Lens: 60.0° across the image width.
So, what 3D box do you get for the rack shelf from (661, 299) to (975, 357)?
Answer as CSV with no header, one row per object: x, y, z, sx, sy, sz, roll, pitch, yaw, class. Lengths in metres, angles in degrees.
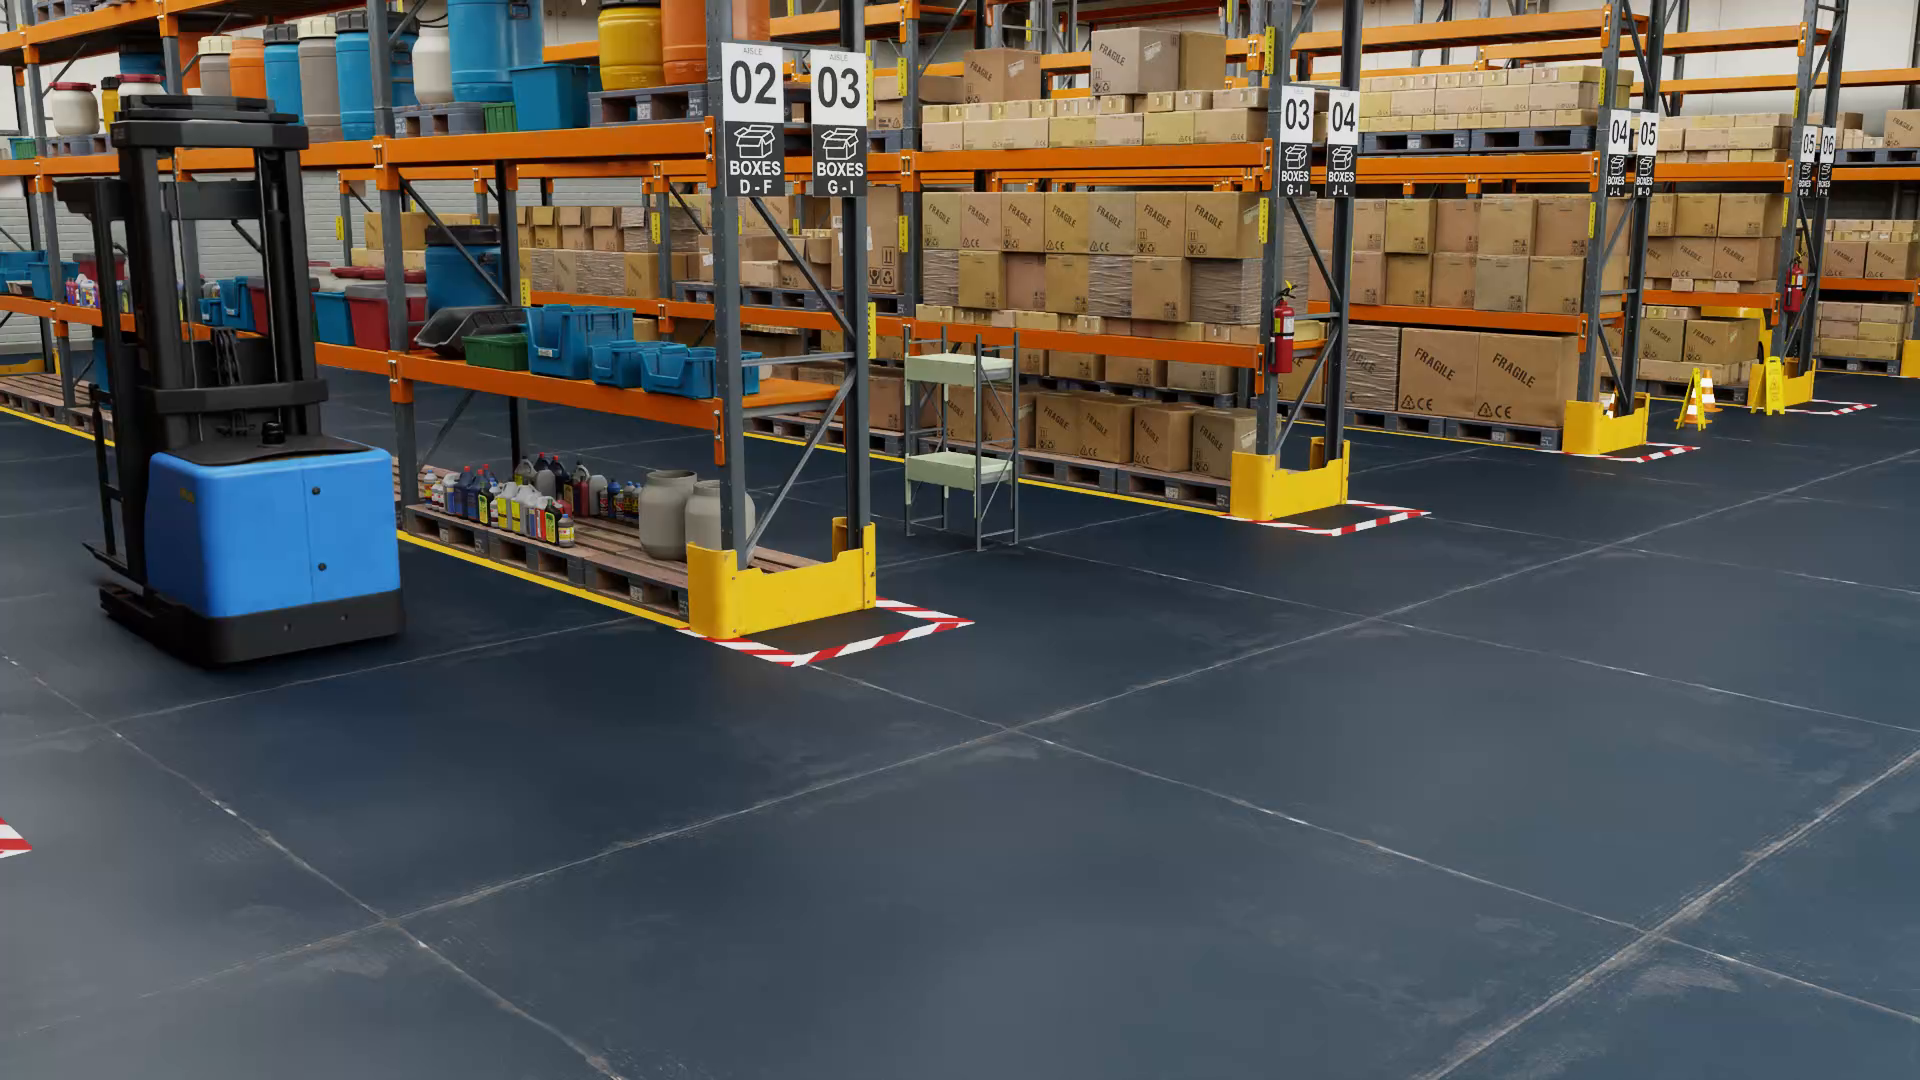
-1.495,-2.226,17.066,1.077,0.370,4.000,-11,16,-43,rack shelf

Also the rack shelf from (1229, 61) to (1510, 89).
5.672,-6.349,23.204,1.077,0.370,4.000,-11,16,-43,rack shelf

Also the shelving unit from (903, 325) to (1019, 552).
0.005,-0.734,11.755,0.431,1.500,0.755,-11,16,-43,shelving unit

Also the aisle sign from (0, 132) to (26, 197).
-11.821,-4.672,20.714,0.394,0.787,0.004,-11,16,-43,aisle sign

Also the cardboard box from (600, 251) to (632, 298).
-3.736,-3.030,18.939,0.500,0.500,0.500,-11,16,-43,cardboard box

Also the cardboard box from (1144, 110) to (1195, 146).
1.785,-3.206,12.977,0.500,0.250,0.500,-11,16,-42,cardboard box

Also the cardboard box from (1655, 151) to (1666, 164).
8.503,-4.634,20.158,0.250,0.149,0.380,11,16,44,cardboard box

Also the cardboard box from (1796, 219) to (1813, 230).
12.050,-4.484,23.648,0.380,0.149,0.250,-10,16,-41,cardboard box

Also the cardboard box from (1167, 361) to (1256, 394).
3.049,-2.145,19.423,1.050,0.750,0.750,-11,16,-43,cardboard box

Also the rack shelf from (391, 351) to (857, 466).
-2.315,-0.952,10.882,1.077,0.370,4.000,-11,16,-43,rack shelf

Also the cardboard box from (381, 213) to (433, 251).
-7.557,-4.222,22.747,0.500,0.500,0.500,11,16,44,cardboard box

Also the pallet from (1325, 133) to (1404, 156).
4.101,-4.268,17.979,1.003,0.211,1.213,-11,16,-43,pallet

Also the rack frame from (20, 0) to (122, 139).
-9.221,-5.702,17.288,1.000,3.000,0.127,-11,16,-43,rack frame

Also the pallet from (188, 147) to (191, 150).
-6.916,-3.682,15.384,1.003,0.211,1.213,-11,16,-43,pallet

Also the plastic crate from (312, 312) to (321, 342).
-5.103,-1.707,13.291,0.450,0.188,0.662,-11,16,-43,plastic crate

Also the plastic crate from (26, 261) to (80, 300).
-9.790,-2.806,17.989,0.392,0.384,0.575,-11,16,-43,plastic crate

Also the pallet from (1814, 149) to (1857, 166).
12.087,-5.487,23.895,1.003,0.211,1.213,-11,16,-43,pallet

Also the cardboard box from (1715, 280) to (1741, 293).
9.148,-3.007,19.696,0.380,0.149,0.250,-11,16,-43,cardboard box

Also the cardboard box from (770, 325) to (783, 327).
-2.621,-3.279,24.942,0.380,0.149,0.250,-11,16,-42,cardboard box

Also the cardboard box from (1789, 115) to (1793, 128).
9.718,-4.901,19.478,0.380,0.149,0.250,-11,16,-43,cardboard box

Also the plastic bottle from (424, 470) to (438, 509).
-3.793,-0.368,11.935,0.097,0.271,0.097,0,12,0,plastic bottle

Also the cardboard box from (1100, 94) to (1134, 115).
1.338,-3.482,13.327,0.250,0.149,0.380,11,16,42,cardboard box

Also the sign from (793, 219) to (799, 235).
-2.369,-4.478,24.067,0.100,0.325,0.005,-11,16,-43,sign

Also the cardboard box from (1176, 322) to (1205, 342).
1.920,-1.658,13.150,0.380,0.149,0.250,-11,16,-43,cardboard box

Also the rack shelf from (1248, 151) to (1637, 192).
4.924,-3.788,17.213,1.077,0.370,4.000,-11,16,-43,rack shelf

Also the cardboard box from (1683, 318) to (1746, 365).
9.074,-2.391,19.996,0.500,0.500,0.500,-11,16,-42,cardboard box

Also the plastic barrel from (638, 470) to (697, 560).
-1.790,-0.158,10.371,0.421,0.512,0.421,0,12,0,plastic barrel

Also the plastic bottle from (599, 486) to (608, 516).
-2.477,-0.275,11.655,0.097,0.201,0.097,0,12,0,plastic bottle

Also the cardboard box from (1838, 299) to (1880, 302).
12.861,-3.294,23.760,0.500,0.250,0.500,-11,16,-42,cardboard box

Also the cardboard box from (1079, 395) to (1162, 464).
1.373,-0.954,14.263,0.500,0.500,0.500,-9,15,-37,cardboard box

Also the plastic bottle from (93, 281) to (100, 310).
-8.663,-2.464,16.728,0.061,0.283,0.133,-11,16,-43,plastic bottle

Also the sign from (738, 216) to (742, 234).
-2.490,-3.476,18.675,0.100,0.325,0.005,-11,16,-43,sign

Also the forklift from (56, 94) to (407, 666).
-4.405,-1.023,9.612,1.130,2.935,3.031,-10,15,-41,forklift

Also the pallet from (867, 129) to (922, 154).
-0.463,-3.769,15.802,1.213,0.211,1.003,-11,16,-43,pallet

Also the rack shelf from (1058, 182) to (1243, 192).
3.735,-6.936,32.493,1.077,0.370,4.000,-11,16,-43,rack shelf

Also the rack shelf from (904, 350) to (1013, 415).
0.005,-1.116,11.677,0.431,0.370,0.720,-11,16,-43,rack shelf

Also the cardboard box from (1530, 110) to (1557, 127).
5.657,-4.018,15.882,0.380,0.149,0.250,-11,16,-42,cardboard box

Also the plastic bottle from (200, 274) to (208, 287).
-7.589,-2.490,16.688,0.144,0.351,0.185,-11,16,-43,plastic bottle

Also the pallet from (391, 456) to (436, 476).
-5.113,-0.518,13.902,1.003,0.211,1.213,-11,16,-43,pallet

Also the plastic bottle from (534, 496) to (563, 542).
-2.674,-0.142,10.825,0.152,0.276,0.135,-11,16,-42,plastic bottle

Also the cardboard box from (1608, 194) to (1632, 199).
8.290,-4.039,20.622,0.700,0.500,0.500,-11,16,-43,cardboard box

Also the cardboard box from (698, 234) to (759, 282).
-2.474,-3.052,18.002,0.500,0.500,0.500,9,15,38,cardboard box

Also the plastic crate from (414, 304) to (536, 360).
-3.427,-1.472,11.776,0.767,0.338,0.504,-11,16,-43,plastic crate

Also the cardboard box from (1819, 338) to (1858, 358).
12.514,-2.733,23.519,0.500,0.250,0.500,-11,16,-43,cardboard box

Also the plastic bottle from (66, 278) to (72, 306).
-9.276,-2.594,17.357,0.061,0.283,0.133,-11,16,-43,plastic bottle

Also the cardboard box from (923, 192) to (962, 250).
0.013,-2.870,14.945,0.500,0.500,0.500,-11,16,-43,cardboard box

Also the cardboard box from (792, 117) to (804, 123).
-1.481,-4.107,16.516,0.250,0.166,0.380,11,16,44,cardboard box

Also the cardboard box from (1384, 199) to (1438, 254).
4.882,-3.268,17.294,0.875,0.550,0.500,-11,16,-43,cardboard box

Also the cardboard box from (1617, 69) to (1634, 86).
6.305,-4.464,16.068,0.380,0.149,0.250,-11,16,-42,cardboard box

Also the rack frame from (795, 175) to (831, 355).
-1.982,-4.131,24.527,1.000,3.000,0.127,-11,16,-43,rack frame

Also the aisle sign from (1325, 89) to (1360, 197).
2.908,-3.009,12.640,0.394,0.787,0.004,-11,16,-43,aisle sign

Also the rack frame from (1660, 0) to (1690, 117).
10.641,-7.298,25.034,1.000,3.000,0.127,-11,16,-43,rack frame

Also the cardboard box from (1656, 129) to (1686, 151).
8.559,-4.811,20.030,0.500,0.250,0.500,-10,16,-41,cardboard box

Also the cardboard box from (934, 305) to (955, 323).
-0.020,-2.052,15.060,0.380,0.149,0.250,-11,16,-43,cardboard box

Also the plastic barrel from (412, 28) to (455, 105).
-3.541,-3.236,11.432,0.421,0.512,0.421,0,12,0,plastic barrel

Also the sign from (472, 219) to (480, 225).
-6.039,-3.839,20.772,0.100,0.325,0.005,-11,16,-43,sign

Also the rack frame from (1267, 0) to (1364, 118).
2.648,-4.641,12.138,1.000,3.000,0.127,-11,16,-43,rack frame

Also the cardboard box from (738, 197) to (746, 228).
-3.206,-4.997,25.270,0.500,0.500,0.500,-10,16,-41,cardboard box

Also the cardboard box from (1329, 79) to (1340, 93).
4.076,-4.743,17.423,0.380,0.149,0.250,-11,16,-43,cardboard box
